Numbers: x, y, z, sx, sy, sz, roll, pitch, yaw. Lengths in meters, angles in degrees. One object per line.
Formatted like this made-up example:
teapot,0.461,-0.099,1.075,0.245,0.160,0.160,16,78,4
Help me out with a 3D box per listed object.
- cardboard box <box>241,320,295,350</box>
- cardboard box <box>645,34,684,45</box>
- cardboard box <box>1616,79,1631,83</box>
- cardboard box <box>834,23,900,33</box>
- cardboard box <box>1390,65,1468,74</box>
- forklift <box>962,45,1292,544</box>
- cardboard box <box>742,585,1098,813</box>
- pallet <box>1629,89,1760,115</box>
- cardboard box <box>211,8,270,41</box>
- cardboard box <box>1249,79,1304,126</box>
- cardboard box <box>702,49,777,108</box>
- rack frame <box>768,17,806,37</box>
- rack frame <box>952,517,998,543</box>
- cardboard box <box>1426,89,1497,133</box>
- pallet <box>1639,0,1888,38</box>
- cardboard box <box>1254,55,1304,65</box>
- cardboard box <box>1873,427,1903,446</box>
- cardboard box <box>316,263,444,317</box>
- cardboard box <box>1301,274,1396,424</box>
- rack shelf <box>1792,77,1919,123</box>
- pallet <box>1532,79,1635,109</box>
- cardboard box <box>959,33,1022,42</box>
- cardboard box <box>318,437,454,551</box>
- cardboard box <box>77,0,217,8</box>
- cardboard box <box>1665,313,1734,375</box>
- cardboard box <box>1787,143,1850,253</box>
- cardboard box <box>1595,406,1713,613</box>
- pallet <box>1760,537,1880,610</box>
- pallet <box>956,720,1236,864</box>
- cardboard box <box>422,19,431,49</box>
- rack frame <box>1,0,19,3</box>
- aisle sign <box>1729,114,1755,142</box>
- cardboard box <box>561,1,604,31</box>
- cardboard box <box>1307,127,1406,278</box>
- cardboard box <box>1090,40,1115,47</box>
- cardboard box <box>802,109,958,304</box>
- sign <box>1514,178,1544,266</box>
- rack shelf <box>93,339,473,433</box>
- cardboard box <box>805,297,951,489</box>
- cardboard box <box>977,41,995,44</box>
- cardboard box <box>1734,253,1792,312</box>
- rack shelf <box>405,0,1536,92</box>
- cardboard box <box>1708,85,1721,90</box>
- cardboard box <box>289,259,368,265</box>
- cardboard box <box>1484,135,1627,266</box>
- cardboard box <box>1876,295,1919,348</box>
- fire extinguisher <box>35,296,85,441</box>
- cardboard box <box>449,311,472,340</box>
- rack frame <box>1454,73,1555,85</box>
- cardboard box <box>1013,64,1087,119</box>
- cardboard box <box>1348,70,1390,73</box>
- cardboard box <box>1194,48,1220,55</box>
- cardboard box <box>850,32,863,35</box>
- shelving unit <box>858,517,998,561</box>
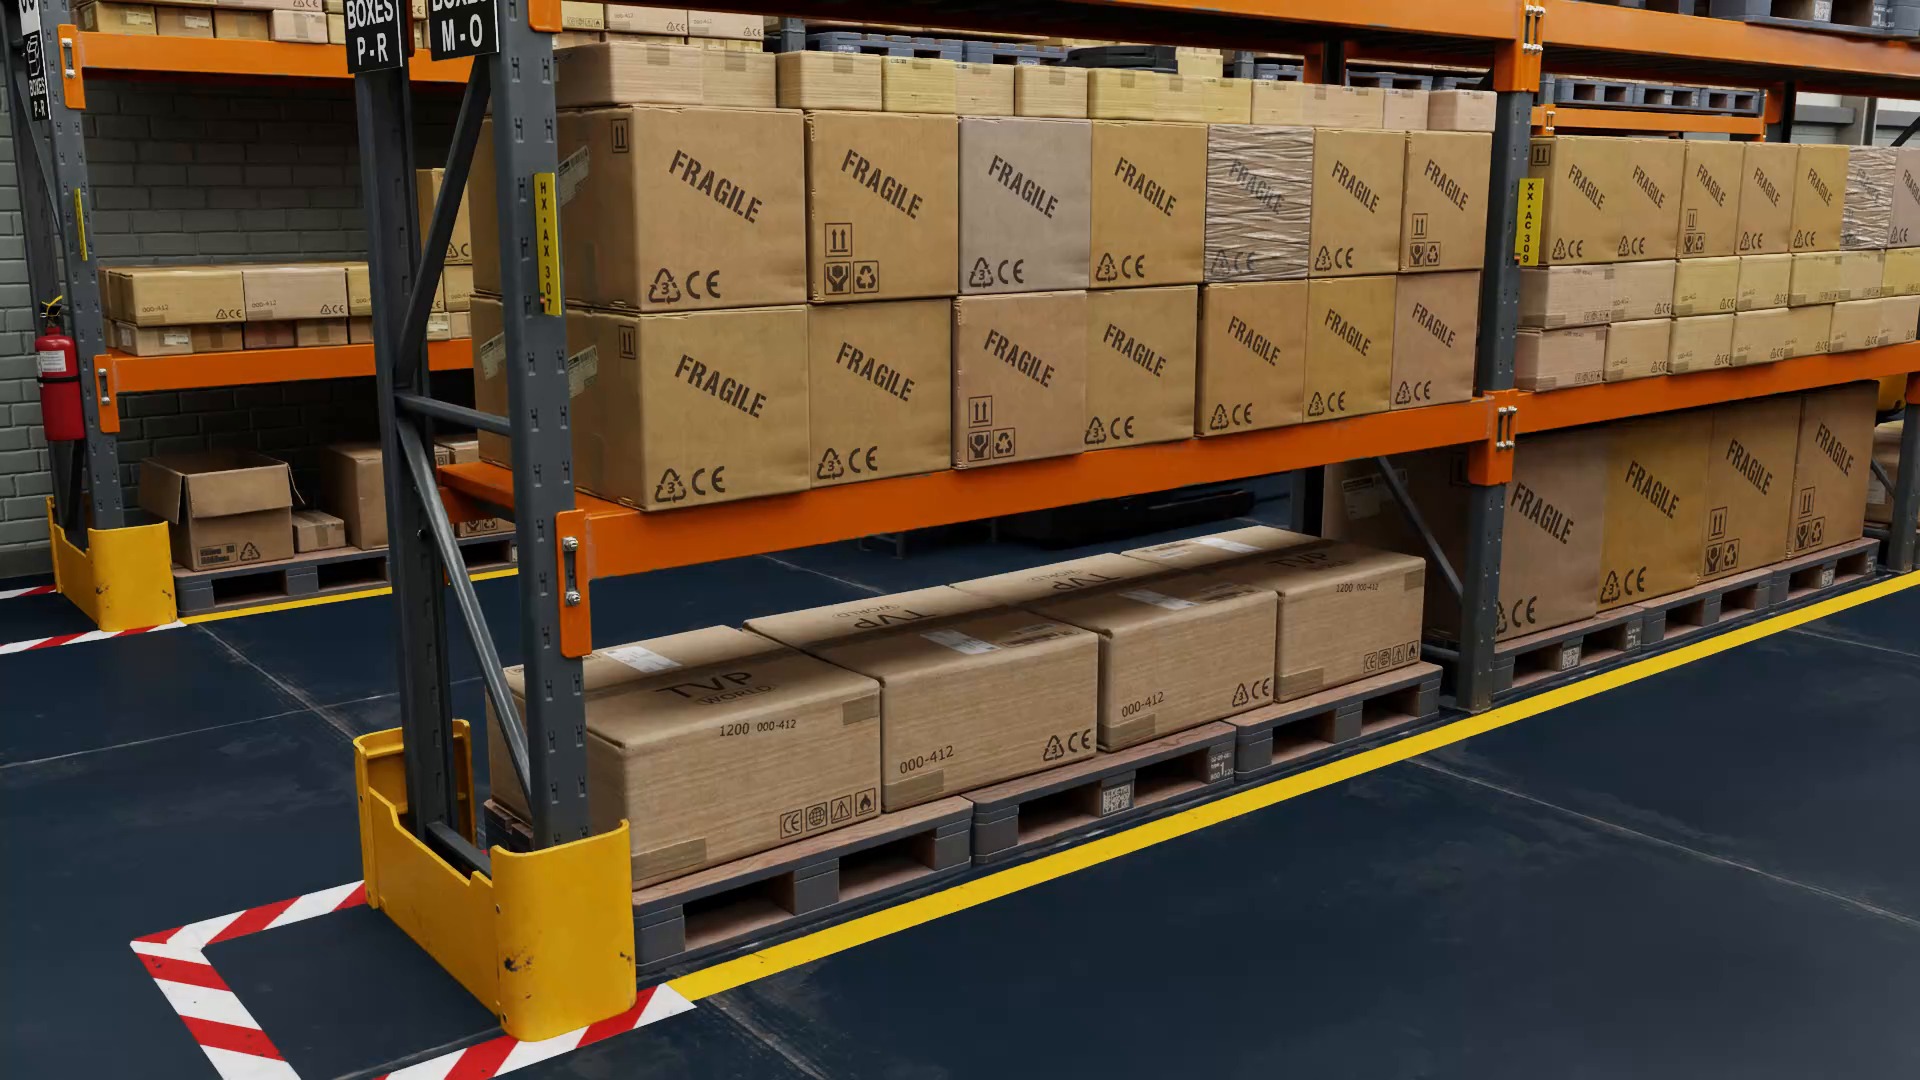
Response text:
cardboard box,-3.628,-1.079,8.594,0.250,0.149,0.380,-10,15,-38
cardboard box,-1.790,-2.828,9.608,0.250,0.149,0.380,-9,15,-36
cardboard box,6.101,-4.388,15.704,0.250,0.149,0.380,-9,15,-36
cardboard box,-0.580,-3.244,10.314,0.250,0.149,0.380,-9,15,-37
cardboard box,3.949,-4.126,14.078,0.500,0.311,0.500,-10,16,-40
forklift,1.303,-1.642,10.805,3.031,2.935,1.130,-10,16,-40
cardboard box,-0.143,0.507,5.677,0.875,0.438,0.875,-9,15,-36
pallet,7.516,-4.536,17.261,1.213,0.211,1.003,-9,15,-38
cardboard box,-3.616,-2.540,8.254,0.250,0.149,0.380,-9,15,-37
cardboard box,0.942,-1.480,5.669,0.250,0.149,0.380,-10,15,-38
cardboard box,-0.695,-1.221,4.448,0.250,0.149,0.380,-9,15,-36
rack frame,-1.286,-4.577,10.020,0.127,3.000,1.000,-9,15,-38
rack frame,0.088,-0.746,10.030,0.023,1.500,0.400,-10,16,-40
cardboard box,1.776,-1.602,6.241,0.250,0.149,0.380,-10,15,-39
pallet,3.601,-2.494,7.887,1.213,0.211,1.003,-9,15,-35
cardboard box,2.556,-3.987,12.968,0.500,0.500,0.500,-9,15,-37
cardboard box,5.960,-0.446,10.322,0.625,0.372,0.950,-10,15,-39
cardboard box,-3.099,-1.343,8.875,0.500,0.250,0.500,-10,15,-39
cardboard box,1.217,-0.718,6.046,0.500,0.500,0.500,-10,16,-39
rack shelf,6.503,-2.732,10.284,4.000,0.370,1.077,-9,15,-38
pallet,5.611,-4.220,15.770,1.213,0.211,1.003,-9,15,-38
cardboard box,0.196,-3.380,10.957,0.250,0.149,0.380,-9,15,-36
cardboard box,-3.181,-0.275,9.209,0.500,0.500,0.700,-9,15,-35
cardboard box,-3.892,-2.676,7.934,0.500,0.250,0.500,-10,15,-38
cardboard box,3.140,-0.910,7.555,0.500,0.250,0.500,-10,15,-38
cardboard box,3.914,-1.654,8.050,0.500,0.500,0.500,-9,15,-38
cardboard box,2.953,-0.216,8.029,0.875,0.875,0.875,-9,15,-36
pallet,4.279,0.097,9.164,1.213,0.211,1.003,-9,15,-38
pallet,0.222,0.771,5.989,1.213,0.211,1.003,-9,15,-38
cardboard box,-2.757,-2.655,8.793,0.250,0.149,0.380,-9,15,-38
rack frame,-4.409,-4.058,7.576,0.127,3.000,1.000,-9,15,-38
aisle sign,8.319,-4.432,17.522,0.004,0.787,0.394,-9,15,-38
cardboard box,-2.312,-2.945,9.200,0.500,0.250,0.500,-9,15,-36
cardboard box,1.221,-1.206,5.937,0.500,0.500,0.500,-10,15,-38
cardboard box,0.883,-3.542,11.765,0.250,0.149,0.380,-9,15,-37
cardboard box,-0.354,-0.941,4.692,0.500,0.500,0.500,-10,16,-39
sign,2.166,-1.210,6.333,0.005,0.325,0.100,-9,15,-38
rack shelf,-2.847,-1.031,9.496,4.000,0.370,1.077,-9,15,-38
cardboard box,-0.374,-0.454,4.804,0.500,0.500,0.500,-10,15,-38
cardboard box,0.081,-3.501,11.527,0.250,0.149,0.380,-9,15,-37
cardboard box,3.532,-1.220,7.810,0.500,0.250,0.500,-10,16,-39
rack shelf,0.256,-1.694,5.395,4.000,0.370,1.077,-9,15,-38
cardboard box,7.429,-4.666,16.731,0.258,0.266,0.396,-9,15,-38
cardboard box,-3.423,-1.429,9.280,0.500,0.250,0.500,-9,15,-36
cardboard box,2.341,-1.387,6.789,0.500,0.500,0.500,-9,15,-37
cardboard box,4.709,-1.176,8.806,0.500,0.250,0.500,-10,16,-40
fire extinguisher,-4.235,-0.809,7.803,0.183,0.674,0.296,-9,15,-38
cardboard box,-2.751,-1.195,9.142,0.250,0.149,0.380,-9,15,-36
rack frame,4.961,-5.615,14.909,0.127,3.000,1.000,-9,15,-38
cardboard box,0.167,-1.341,5.015,0.250,0.149,0.380,-9,15,-37
cardboard box,3.453,-4.058,14.105,0.250,0.166,0.380,-9,15,-38
cardboard box,1.711,-3.666,12.349,0.250,0.149,0.380,-9,15,-37
cardboard box,-0.713,-3.364,10.881,0.250,0.149,0.380,-10,16,-39
shelving unit,-0.188,-0.696,9.795,0.755,1.500,0.431,-10,16,-40
